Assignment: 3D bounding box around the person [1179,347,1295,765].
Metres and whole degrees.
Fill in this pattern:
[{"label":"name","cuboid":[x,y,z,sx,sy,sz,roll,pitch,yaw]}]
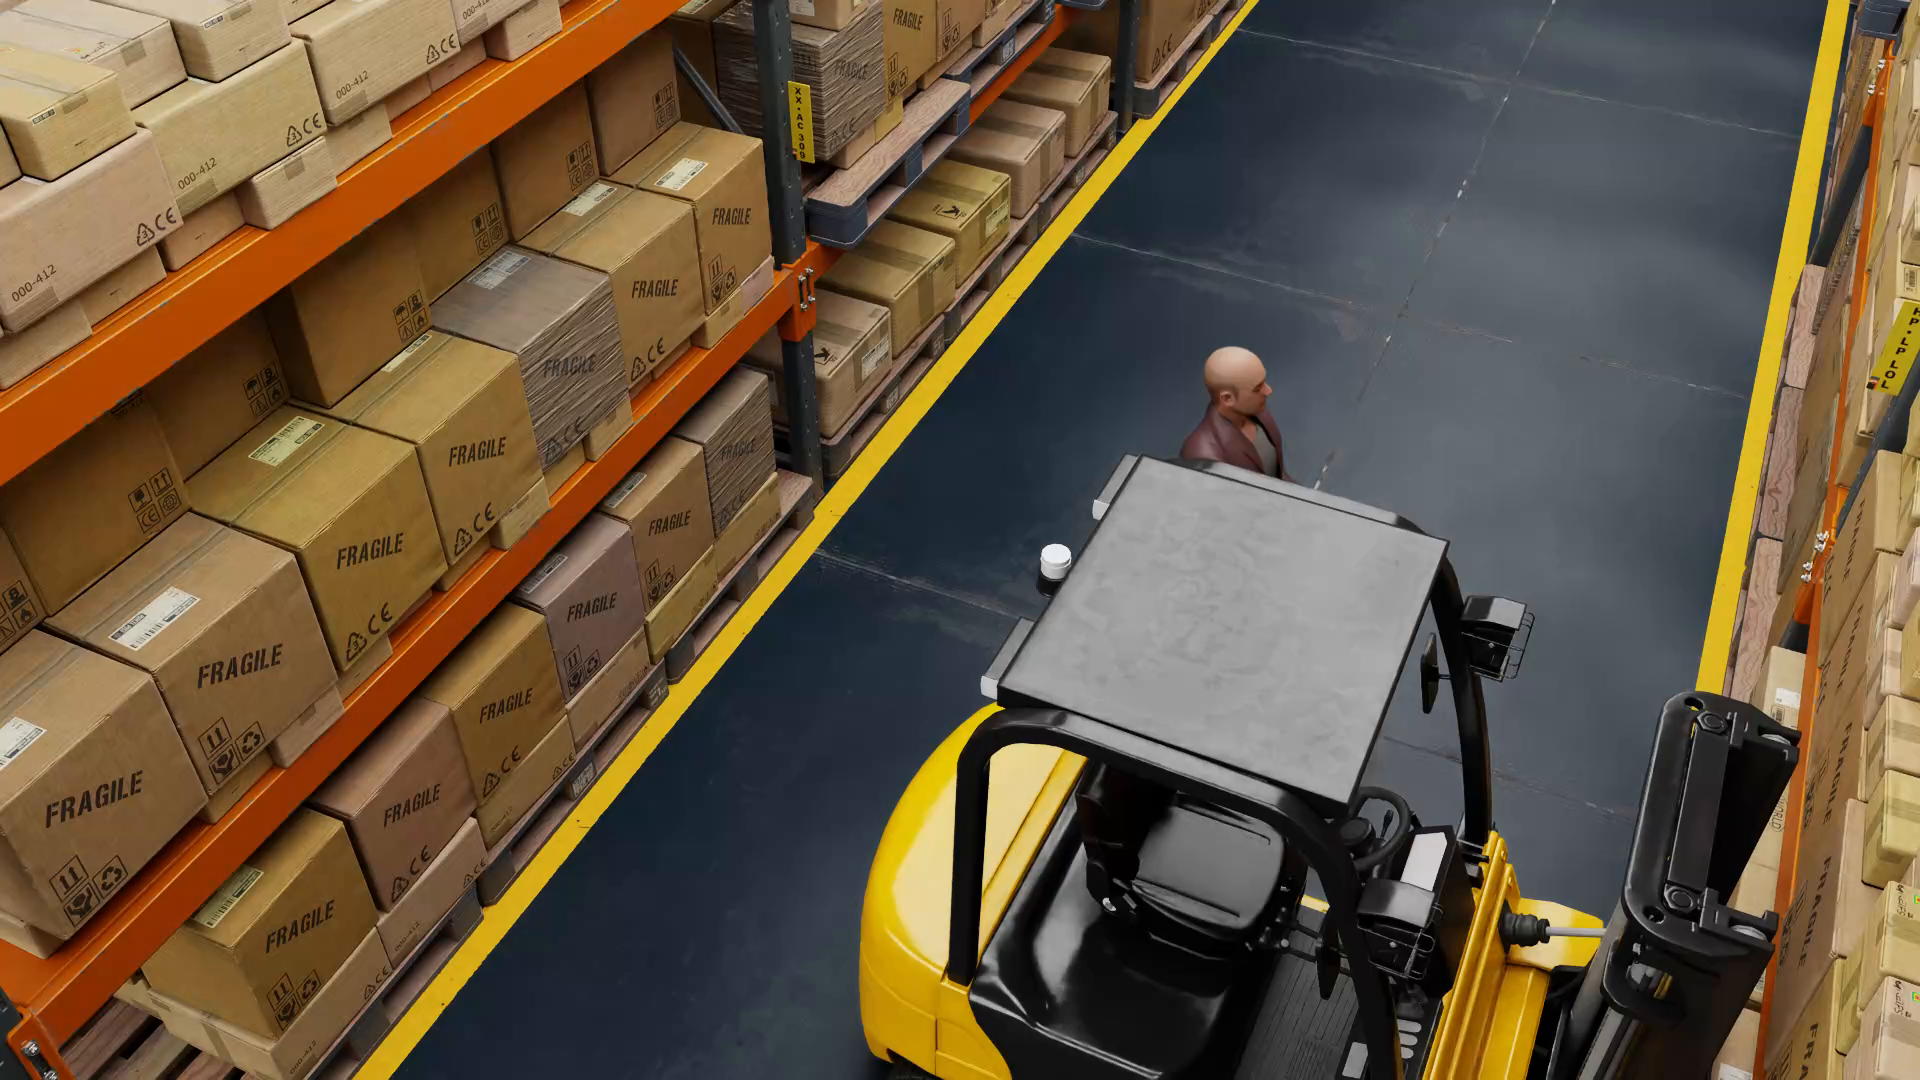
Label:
[{"label":"person","cuboid":[1.072,0.091,6.072,0.561,1.772,0.529,18,45,19]}]
